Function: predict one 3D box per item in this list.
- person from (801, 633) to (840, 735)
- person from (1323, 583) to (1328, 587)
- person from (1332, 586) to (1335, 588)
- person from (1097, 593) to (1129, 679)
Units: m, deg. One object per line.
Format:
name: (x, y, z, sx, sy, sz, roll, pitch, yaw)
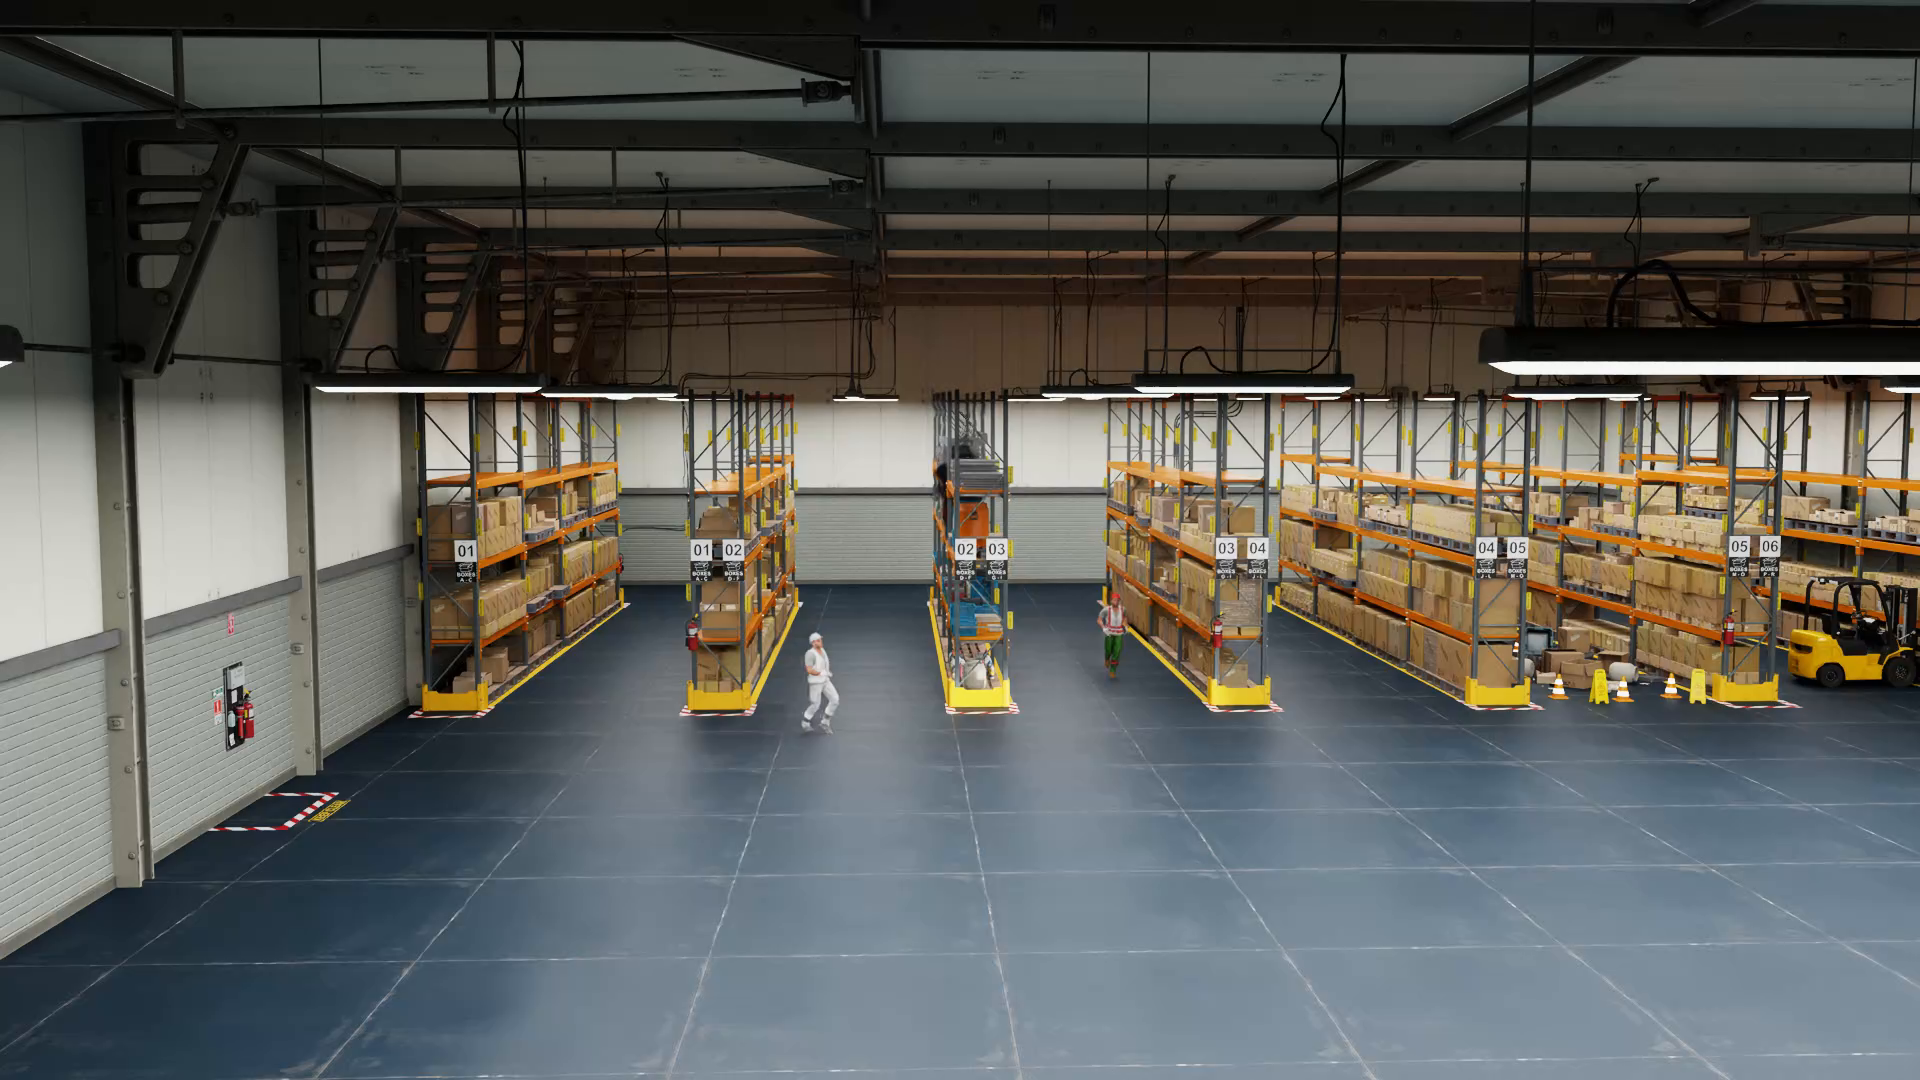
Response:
person: (-2.432, 2.494, 28.849, 0.724, 1.785, 0.668, 3, 6, 34)
person: (10.971, 0.865, 49.067, 0.957, 1.662, 0.569, 0, 5, -1)
person: (10.955, 0.968, 48.105, 0.743, 1.726, 0.589, -3, 6, -33)
person: (3.238, 1.993, 35.085, 0.683, 1.767, 0.875, -1, 5, -7)
